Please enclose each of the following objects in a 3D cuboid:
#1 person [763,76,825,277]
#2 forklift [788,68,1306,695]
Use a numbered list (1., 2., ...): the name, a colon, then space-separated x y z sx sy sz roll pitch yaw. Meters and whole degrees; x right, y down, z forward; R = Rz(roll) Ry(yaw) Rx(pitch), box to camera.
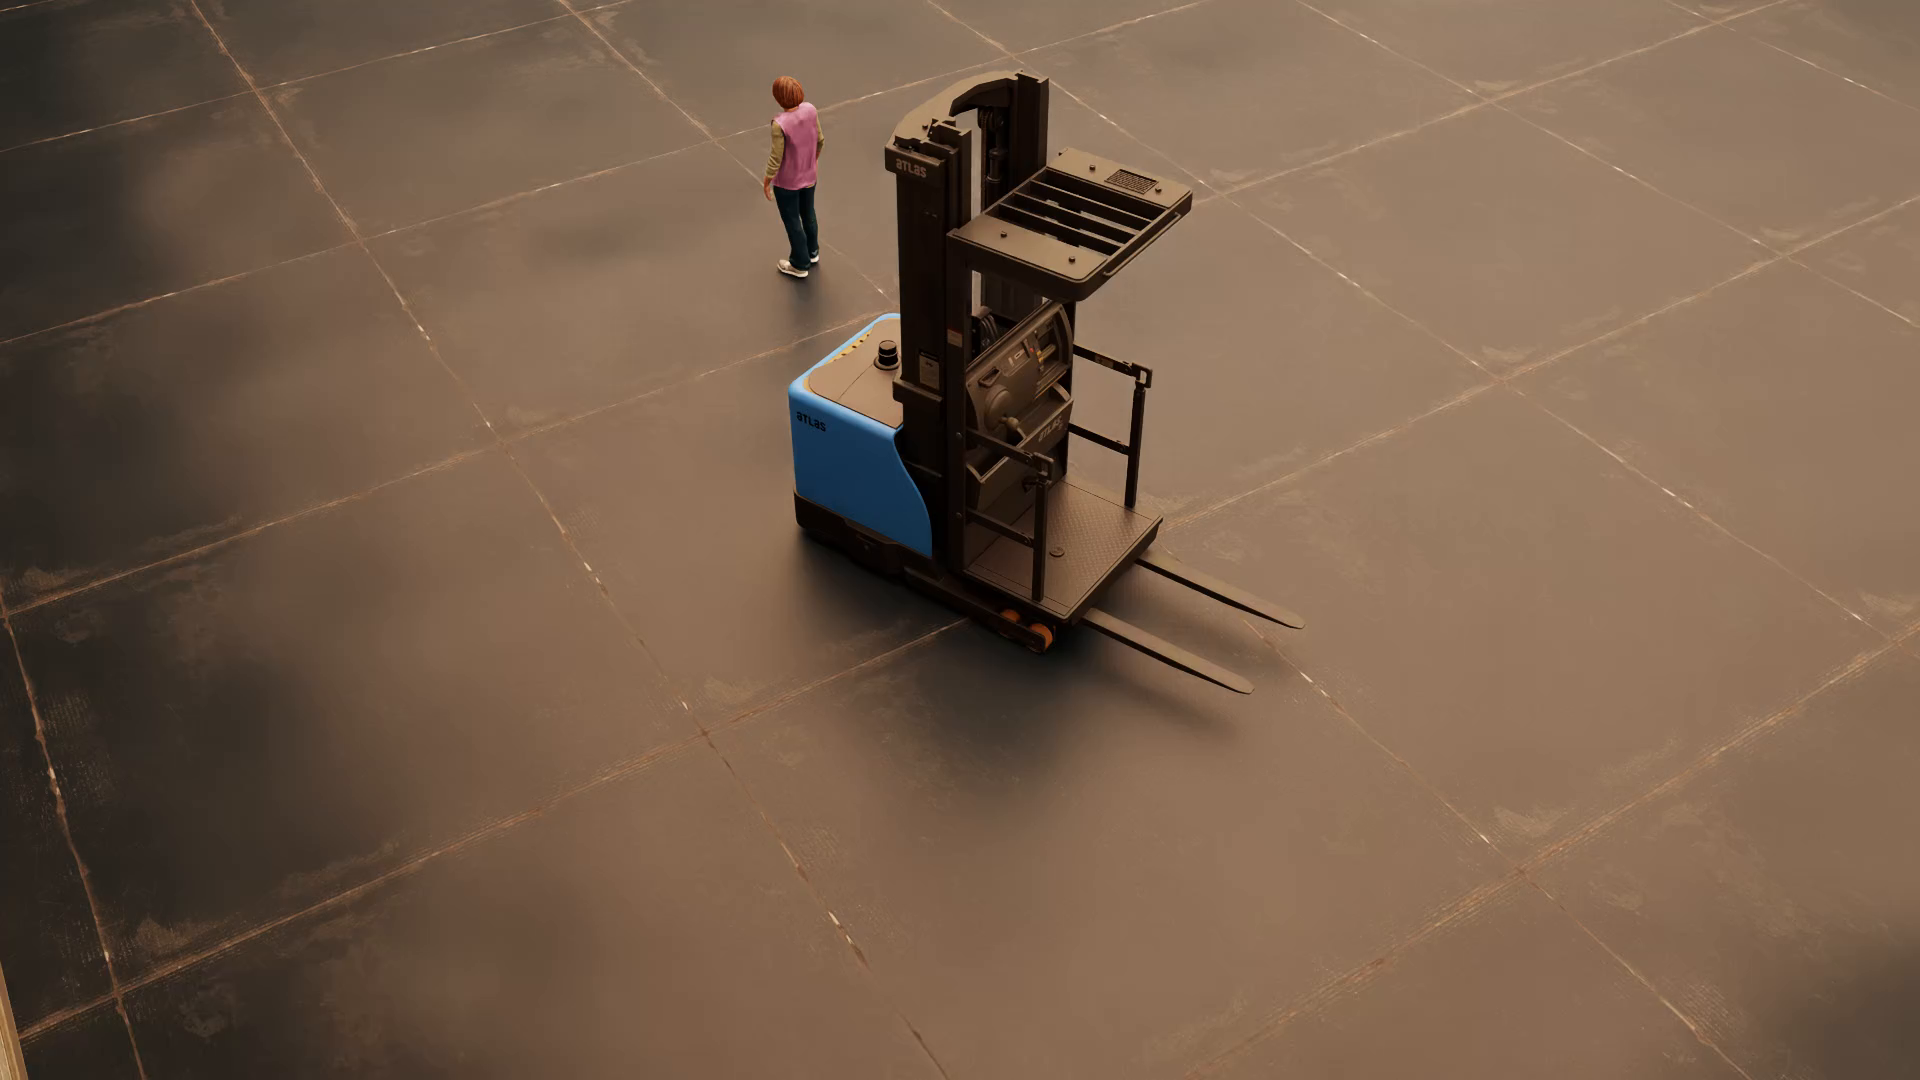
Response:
1. person: -1.220 -2.604 11.854 0.520 1.596 0.475 -32 51 -32
2. forklift: 0.496 -0.872 8.869 3.031 2.935 1.130 25 47 26
